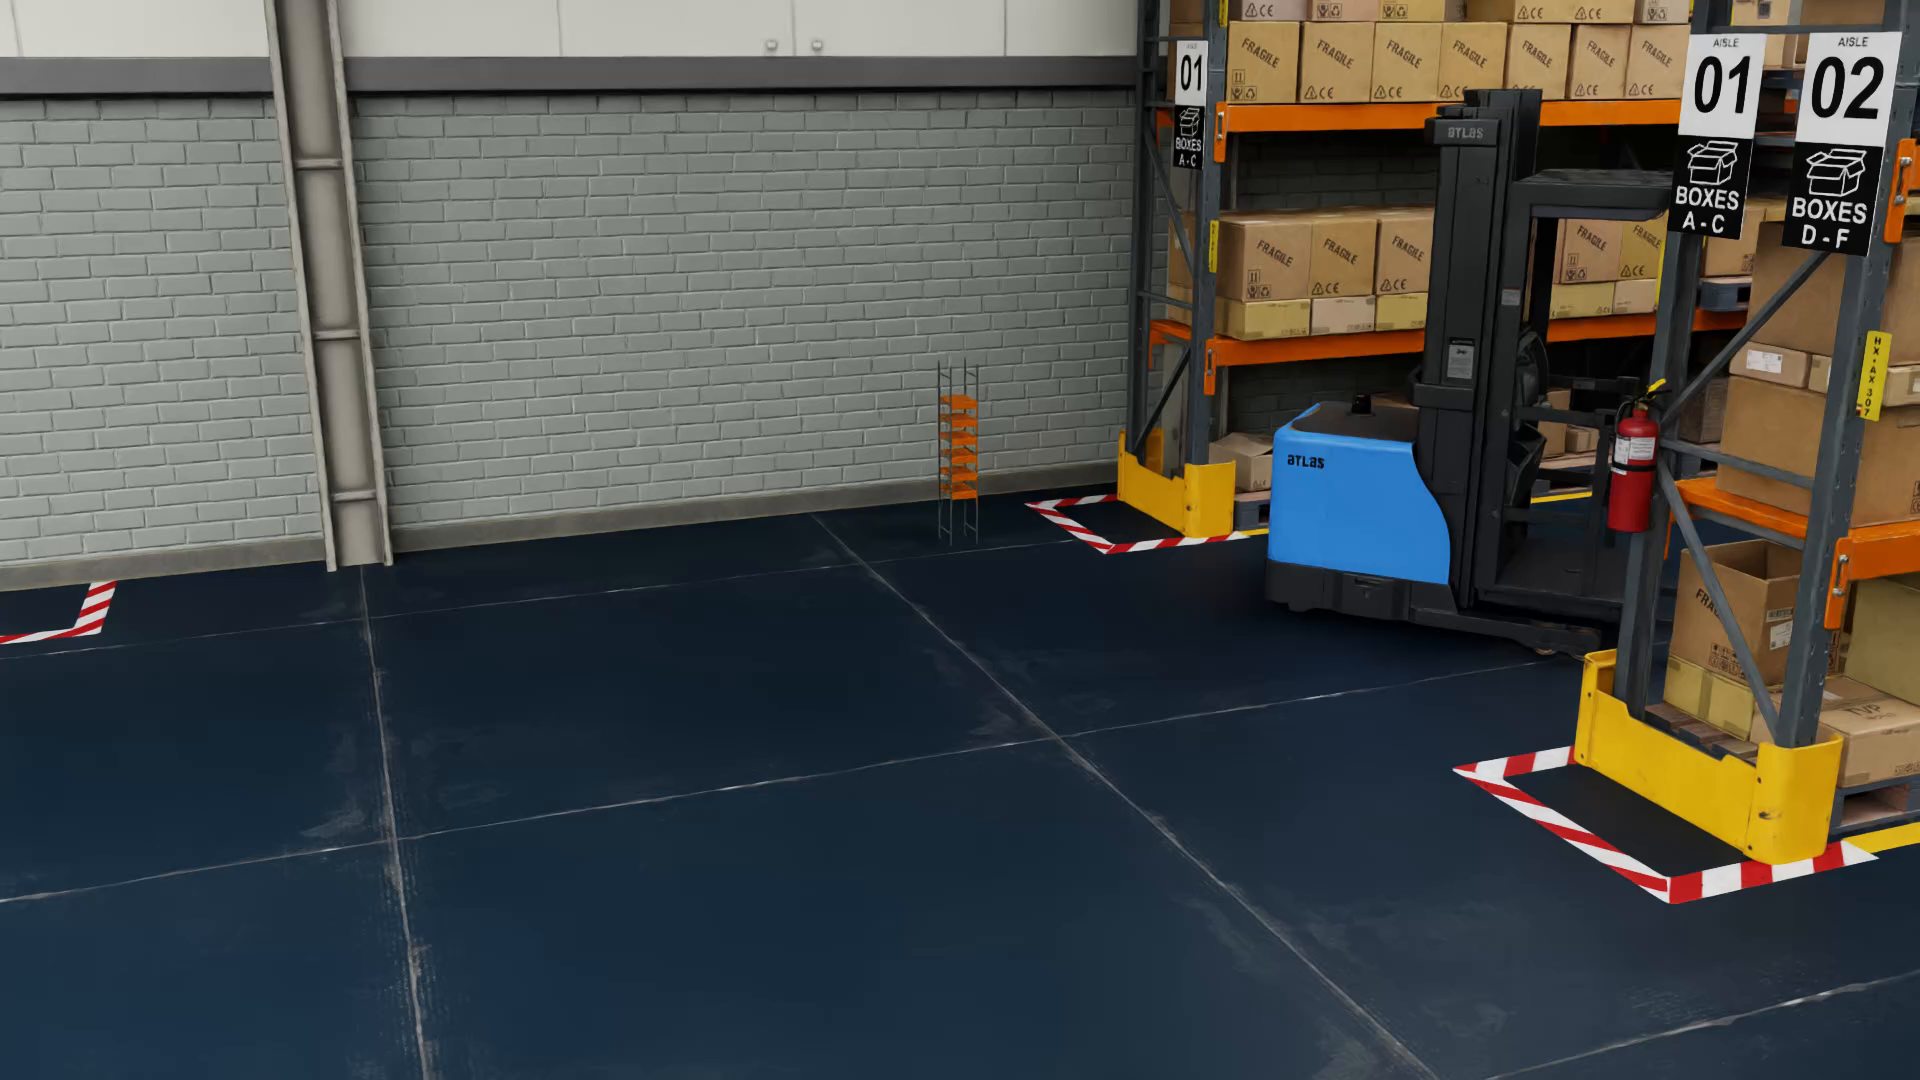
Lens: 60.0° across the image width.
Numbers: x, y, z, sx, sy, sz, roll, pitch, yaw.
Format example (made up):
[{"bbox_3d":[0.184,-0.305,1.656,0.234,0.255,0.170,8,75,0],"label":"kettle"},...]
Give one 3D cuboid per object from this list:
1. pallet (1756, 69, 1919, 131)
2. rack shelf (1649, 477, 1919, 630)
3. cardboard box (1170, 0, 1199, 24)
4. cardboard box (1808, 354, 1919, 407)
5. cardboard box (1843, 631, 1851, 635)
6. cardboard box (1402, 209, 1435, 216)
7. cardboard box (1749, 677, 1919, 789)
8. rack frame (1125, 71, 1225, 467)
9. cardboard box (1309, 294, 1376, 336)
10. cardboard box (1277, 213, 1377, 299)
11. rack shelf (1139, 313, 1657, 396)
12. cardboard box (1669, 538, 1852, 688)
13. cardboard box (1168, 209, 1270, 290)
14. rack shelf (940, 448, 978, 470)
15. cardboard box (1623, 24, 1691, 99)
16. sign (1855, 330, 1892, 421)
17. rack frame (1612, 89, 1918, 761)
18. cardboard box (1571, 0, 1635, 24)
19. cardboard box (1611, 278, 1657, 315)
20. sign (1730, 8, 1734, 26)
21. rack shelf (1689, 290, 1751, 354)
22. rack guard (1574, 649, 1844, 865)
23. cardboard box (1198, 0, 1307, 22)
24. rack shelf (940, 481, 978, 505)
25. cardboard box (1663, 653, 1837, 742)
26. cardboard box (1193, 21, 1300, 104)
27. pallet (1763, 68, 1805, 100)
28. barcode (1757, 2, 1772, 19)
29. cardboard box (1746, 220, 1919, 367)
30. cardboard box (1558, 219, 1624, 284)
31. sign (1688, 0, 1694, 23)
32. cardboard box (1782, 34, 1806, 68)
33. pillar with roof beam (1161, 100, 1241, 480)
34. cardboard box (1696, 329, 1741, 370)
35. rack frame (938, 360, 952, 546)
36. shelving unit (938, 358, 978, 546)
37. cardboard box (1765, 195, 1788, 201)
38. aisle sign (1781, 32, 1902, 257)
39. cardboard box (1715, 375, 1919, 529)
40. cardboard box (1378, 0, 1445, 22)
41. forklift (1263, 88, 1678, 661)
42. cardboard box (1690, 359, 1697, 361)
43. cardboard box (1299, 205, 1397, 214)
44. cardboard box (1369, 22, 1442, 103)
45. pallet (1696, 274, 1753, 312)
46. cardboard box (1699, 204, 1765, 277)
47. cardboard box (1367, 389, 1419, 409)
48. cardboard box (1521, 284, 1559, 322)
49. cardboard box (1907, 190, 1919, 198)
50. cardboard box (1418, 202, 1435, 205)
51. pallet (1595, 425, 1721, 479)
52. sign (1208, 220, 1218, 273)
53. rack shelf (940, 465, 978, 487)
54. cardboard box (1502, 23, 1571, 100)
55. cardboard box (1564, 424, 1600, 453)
[{"bbox_3d":[3.871,-1.766,6.621,1.213,0.211,1.003,-6,17,-20],"label":"pallet"},{"bbox_3d":[5.069,-0.161,7.600,4.000,0.370,1.077,-6,17,-20],"label":"rack shelf"},{"bbox_3d":[1.734,-3.696,11.051,0.500,0.500,0.500,-5,17,-18],"label":"cardboard box"},{"bbox_3d":[3.645,-0.647,6.648,0.250,0.149,0.380,-6,18,-20],"label":"cardboard box"},{"bbox_3d":[4.525,0.577,7.945,0.500,0.250,0.500,-6,17,-20],"label":"cardboard box"},{"bbox_3d":[3.406,-2.027,11.576,0.500,0.500,0.500,-6,17,-18],"label":"cardboard box"},{"bbox_3d":[3.782,0.818,7.125,0.500,0.250,0.500,-6,17,-20],"label":"cardboard box"},{"bbox_3d":[1.425,-1.608,11.249,0.127,3.000,1.000,-6,17,-20],"label":"rack frame"},{"bbox_3d":[2.474,-1.567,11.341,0.500,0.250,0.500,-7,18,-22],"label":"cardboard box"},{"bbox_3d":[2.444,-1.921,11.217,0.500,0.500,0.500,-6,17,-20],"label":"cardboard box"},{"bbox_3d":[3.293,-1.464,12.037,4.000,0.370,1.077,-6,17,-20],"label":"rack shelf"},{"bbox_3d":[3.595,0.321,7.485,0.500,0.500,0.500,-6,17,-20],"label":"cardboard box"},{"bbox_3d":[1.789,-2.008,11.514,0.500,0.500,0.500,-6,18,-21],"label":"cardboard box"},{"bbox_3d":[-0.014,-0.532,10.937,0.180,0.103,0.258,-6,17,-20],"label":"rack shelf"},{"bbox_3d":[4.775,-3.391,11.787,0.500,0.500,0.500,-6,17,-19],"label":"cardboard box"},{"bbox_3d":[3.394,-0.611,6.179,0.005,0.325,0.100,-6,17,-20],"label":"sign"},{"bbox_3d":[3.201,-0.305,6.812,0.127,3.000,1.000,-6,17,-20],"label":"rack frame"},{"bbox_3d":[4.279,-3.807,11.428,0.500,0.500,0.500,-5,17,-17],"label":"cardboard box"},{"bbox_3d":[4.826,-1.821,12.206,0.500,0.250,0.500,-6,17,-20],"label":"cardboard box"},{"bbox_3d":[5.362,-3.556,11.643,0.005,0.325,0.100,-6,17,-20],"label":"sign"},{"bbox_3d":[7.028,-1.867,13.410,4.000,0.370,1.077,-6,17,-20],"label":"rack shelf"},{"bbox_3d":[3.179,0.897,7.156,0.348,0.500,1.175,-6,17,-20],"label":"rack guard"},{"bbox_3d":[1.872,-3.559,10.583,0.500,0.500,0.500,-8,18,-24],"label":"cardboard box"},{"bbox_3d":[-0.014,-0.301,11.004,0.180,0.103,0.258,-6,17,-20],"label":"rack shelf"},{"bbox_3d":[3.596,0.681,7.589,0.500,0.250,0.500,-6,17,-20],"label":"cardboard box"},{"bbox_3d":[1.827,-3.072,10.700,0.500,0.500,0.500,-6,17,-19],"label":"cardboard box"},{"bbox_3d":[5.775,-3.394,12.342,1.003,0.211,1.213,-6,17,-20],"label":"pallet"},{"bbox_3d":[3.310,-2.180,6.843,0.075,0.075,0.001,-6,17,-20],"label":"barcode"},{"bbox_3d":[3.691,-1.024,6.782,0.500,0.500,0.700,-6,17,-20],"label":"cardboard box"},{"bbox_3d":[4.365,-2.127,11.919,0.500,0.500,0.500,-6,17,-20],"label":"cardboard box"},{"bbox_3d":[3.020,-2.275,6.766,0.005,0.325,0.100,-6,17,-20],"label":"sign"},{"bbox_3d":[6.274,-3.705,12.480,0.500,0.311,0.500,-6,17,-18],"label":"cardboard box"},{"bbox_3d":[3.310,-3.651,7.562,0.400,9.000,9.100,-6,17,-20],"label":"pillar with roof beam"},{"bbox_3d":[6.252,-1.506,13.228,0.500,0.250,0.500,-7,18,-21],"label":"cardboard box"},{"bbox_3d":[-0.099,-0.565,10.893,0.006,1.200,0.240,-6,17,-20],"label":"rack frame"},{"bbox_3d":[-0.014,-0.574,10.924,0.189,1.200,0.258,-6,17,-20],"label":"shelving unit"},{"bbox_3d":[6.776,-2.441,13.130,0.500,0.500,0.700,-4,17,-12],"label":"cardboard box"},{"bbox_3d":[3.249,-1.465,6.148,0.004,0.787,0.394,-6,17,-20],"label":"aisle sign"},{"bbox_3d":[3.642,-0.396,6.946,0.500,0.500,0.700,-6,17,-20],"label":"cardboard box"},{"bbox_3d":[2.833,-3.651,10.896,0.500,0.500,0.500,-6,17,-19],"label":"cardboard box"},{"bbox_3d":[3.320,-0.931,9.066,3.031,2.935,1.130,8,18,26],"label":"forklift"},{"bbox_3d":[6.306,-1.166,13.402,0.500,0.500,0.700,-7,18,-21],"label":"cardboard box"},{"bbox_3d":[2.744,-2.110,11.859,0.500,0.500,0.500,-7,18,-22],"label":"cardboard box"},{"bbox_3d":[2.825,-3.170,11.034,0.500,0.500,0.500,-5,17,-18],"label":"cardboard box"},{"bbox_3d":[5.926,-1.958,12.781,1.213,0.211,1.003,-6,17,-20],"label":"pallet"},{"bbox_3d":[5.648,-2.312,12.690,0.500,0.500,0.700,-6,17,-20],"label":"cardboard box"},{"bbox_3d":[3.339,-0.784,12.099,0.500,0.500,0.700,-7,18,-24],"label":"cardboard box"},{"bbox_3d":[3.894,-1.718,11.856,0.500,0.250,0.500,-6,17,-20],"label":"cardboard box"},{"bbox_3d":[7.948,-2.560,13.533,0.500,0.500,0.700,-8,18,-25],"label":"cardboard box"},{"bbox_3d":[3.695,-2.216,12.220,0.500,0.500,0.500,-6,17,-19],"label":"cardboard box"},{"bbox_3d":[5.887,-0.752,13.284,1.213,0.211,1.003,-6,17,-20],"label":"pallet"},{"bbox_3d":[1.619,-1.880,10.641,0.005,0.325,0.100,-6,17,-20],"label":"sign"},{"bbox_3d":[-0.014,-0.416,10.971,0.180,0.103,0.258,-6,17,-20],"label":"rack shelf"},{"bbox_3d":[3.796,-3.278,11.401,0.500,0.500,0.500,-7,18,-22],"label":"cardboard box"},{"bbox_3d":[4.671,-0.801,12.749,0.250,0.166,0.380,-9,18,-27],"label":"cardboard box"}]
